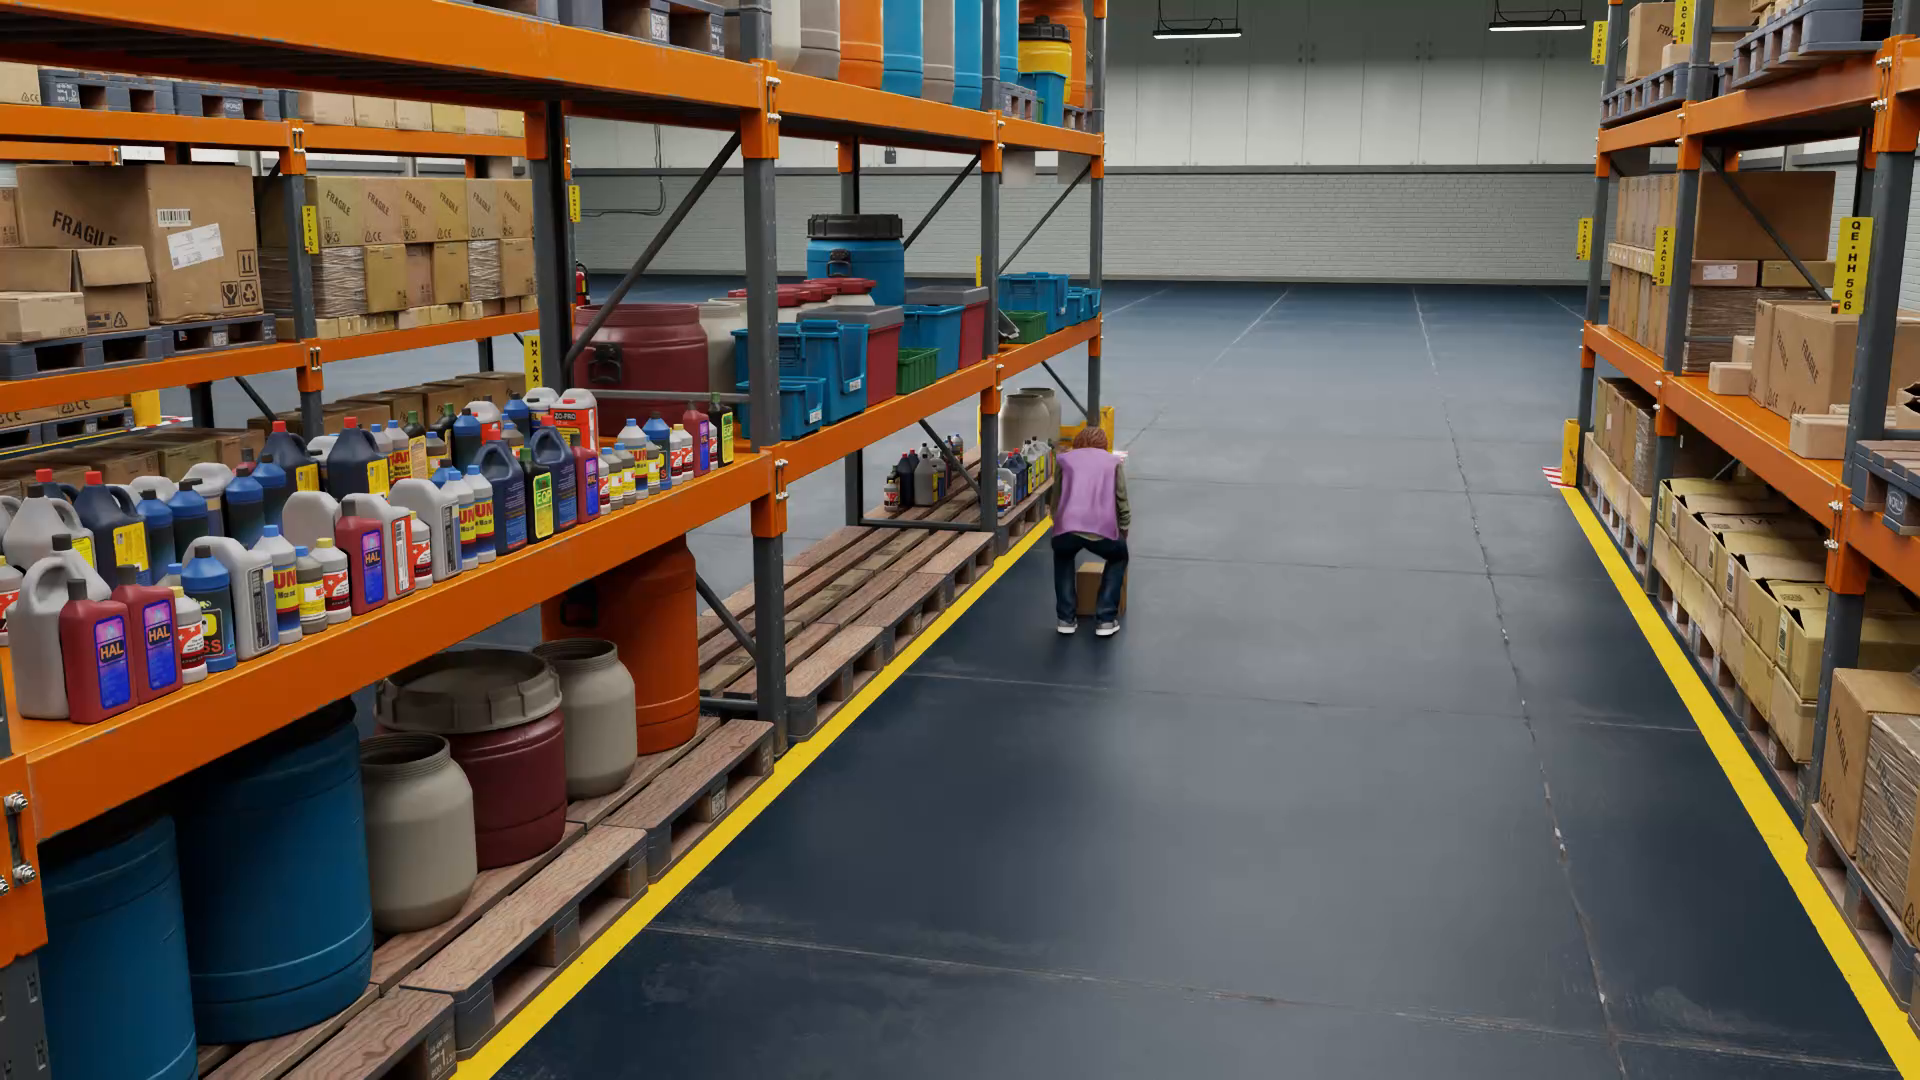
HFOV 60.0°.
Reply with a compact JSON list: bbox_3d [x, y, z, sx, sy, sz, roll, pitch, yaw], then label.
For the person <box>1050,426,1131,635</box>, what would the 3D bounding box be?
[{"bbox_3d":[0.679,-0.037,8.986,0.460,1.061,0.754,3,12,14],"label":"person"}]
